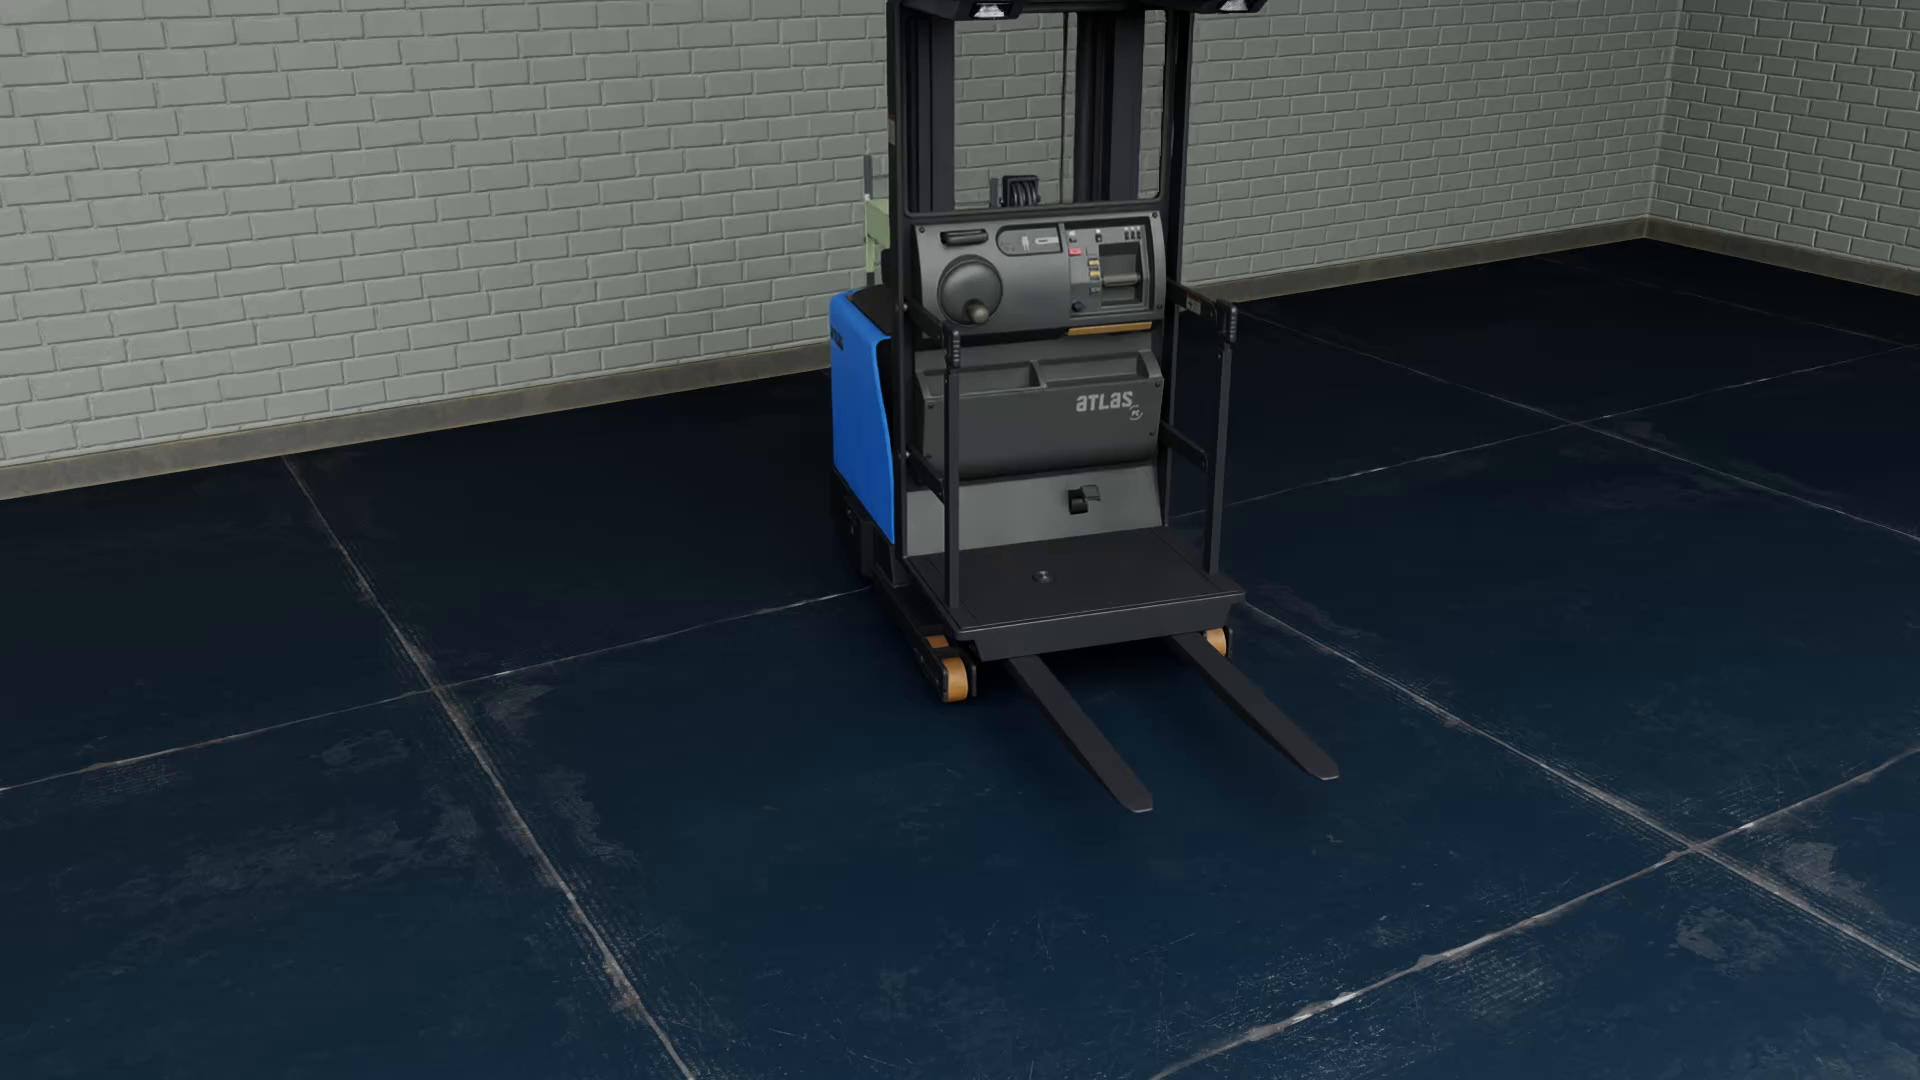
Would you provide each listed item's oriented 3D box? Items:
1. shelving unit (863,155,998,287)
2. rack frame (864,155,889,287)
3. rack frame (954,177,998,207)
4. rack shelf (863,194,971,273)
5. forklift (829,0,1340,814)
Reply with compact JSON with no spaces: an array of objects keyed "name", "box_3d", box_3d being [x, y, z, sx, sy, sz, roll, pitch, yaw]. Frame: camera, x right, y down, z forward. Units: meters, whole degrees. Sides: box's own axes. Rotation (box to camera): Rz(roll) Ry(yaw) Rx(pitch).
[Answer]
[{"name":"shelving unit","box_3d":[-0.142,-0.980,7.731,0.431,1.500,0.755,-7,23,-16]},{"name":"rack frame","box_3d":[-0.253,-1.111,8.054,0.400,1.500,0.023,-7,23,-16]},{"name":"rack frame","box_3d":[-0.031,-0.849,7.408,0.400,1.500,0.023,-7,23,-16]},{"name":"rack shelf","box_3d":[-0.142,-1.342,7.584,0.431,0.370,0.720,-7,23,-16]},{"name":"forklift","box_3d":[0.362,-0.948,5.751,1.130,2.935,3.031,-7,23,-16]}]
